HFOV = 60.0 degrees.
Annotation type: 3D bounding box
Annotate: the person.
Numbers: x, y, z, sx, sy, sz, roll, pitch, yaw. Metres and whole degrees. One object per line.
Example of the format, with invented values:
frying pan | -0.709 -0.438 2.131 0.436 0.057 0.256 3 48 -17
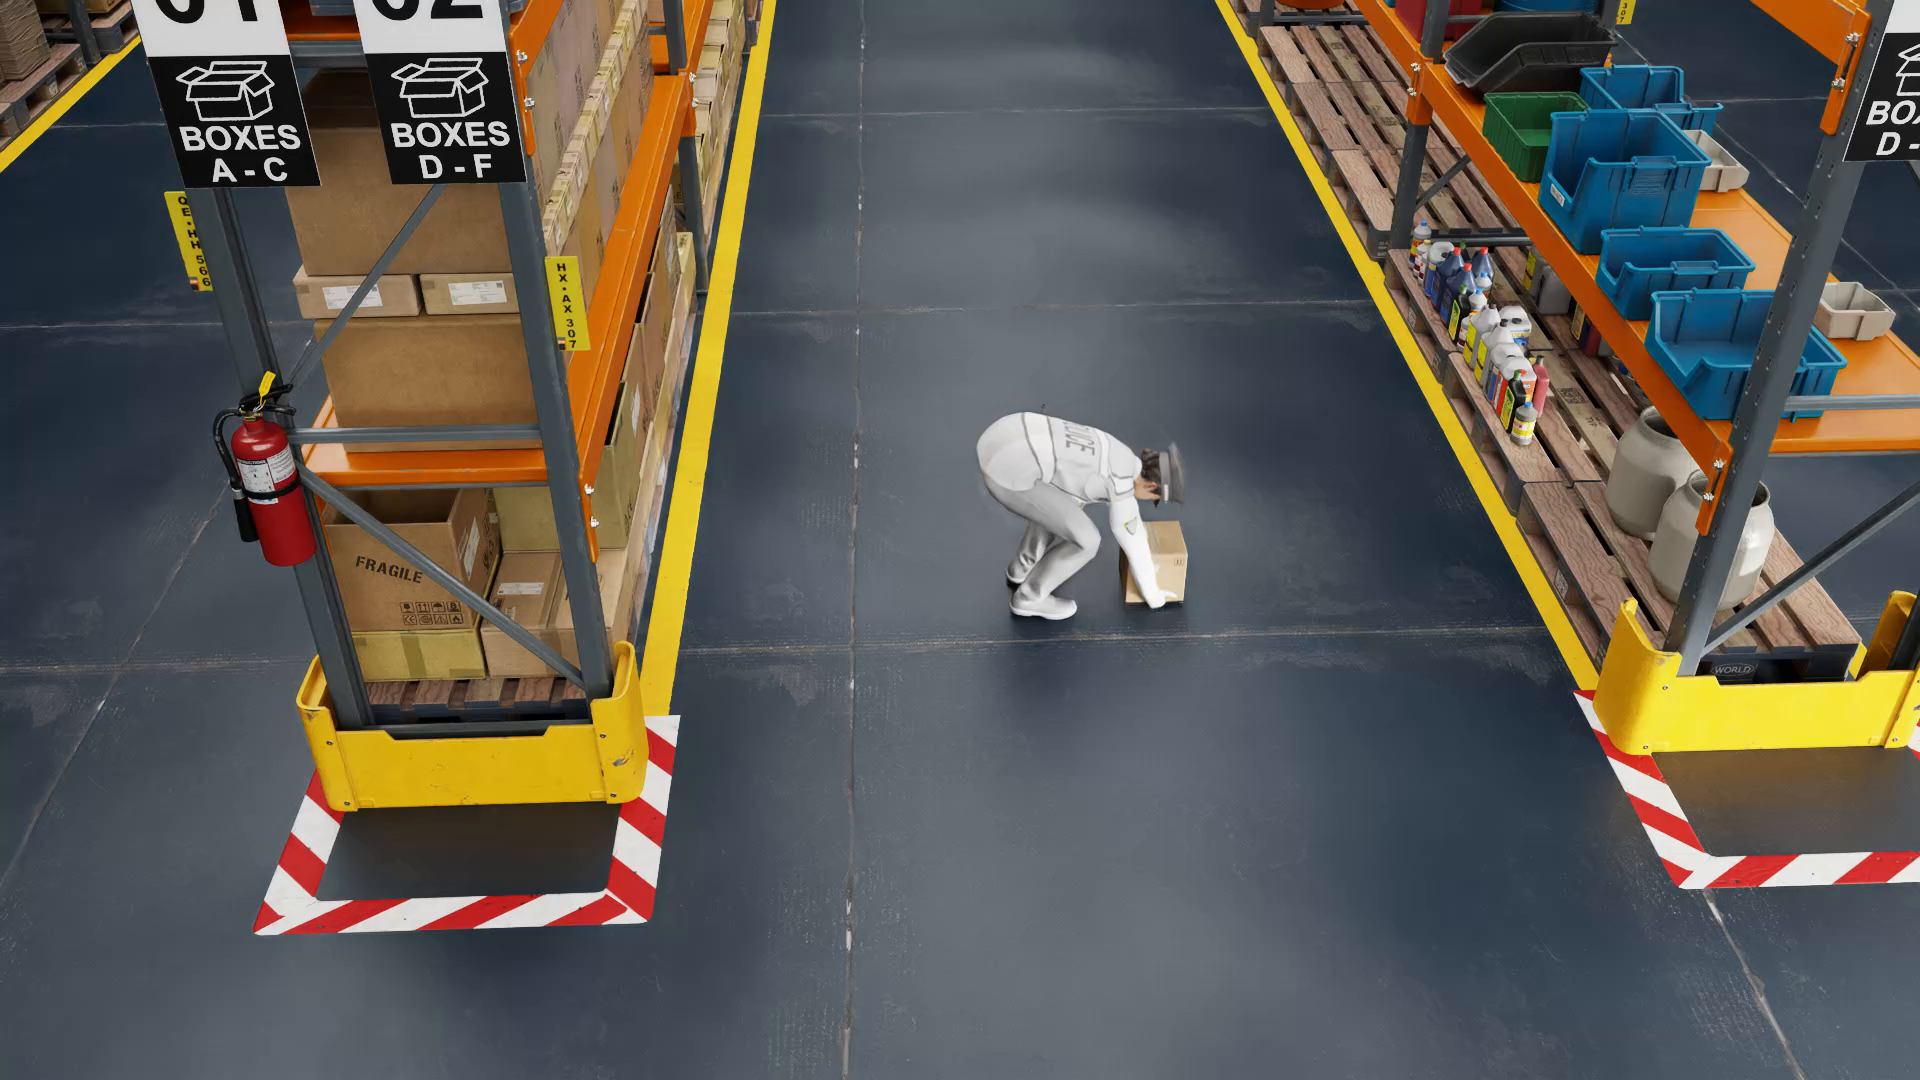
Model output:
person | 0.510 -0.126 7.003 0.880 0.875 0.464 -3 36 -4
